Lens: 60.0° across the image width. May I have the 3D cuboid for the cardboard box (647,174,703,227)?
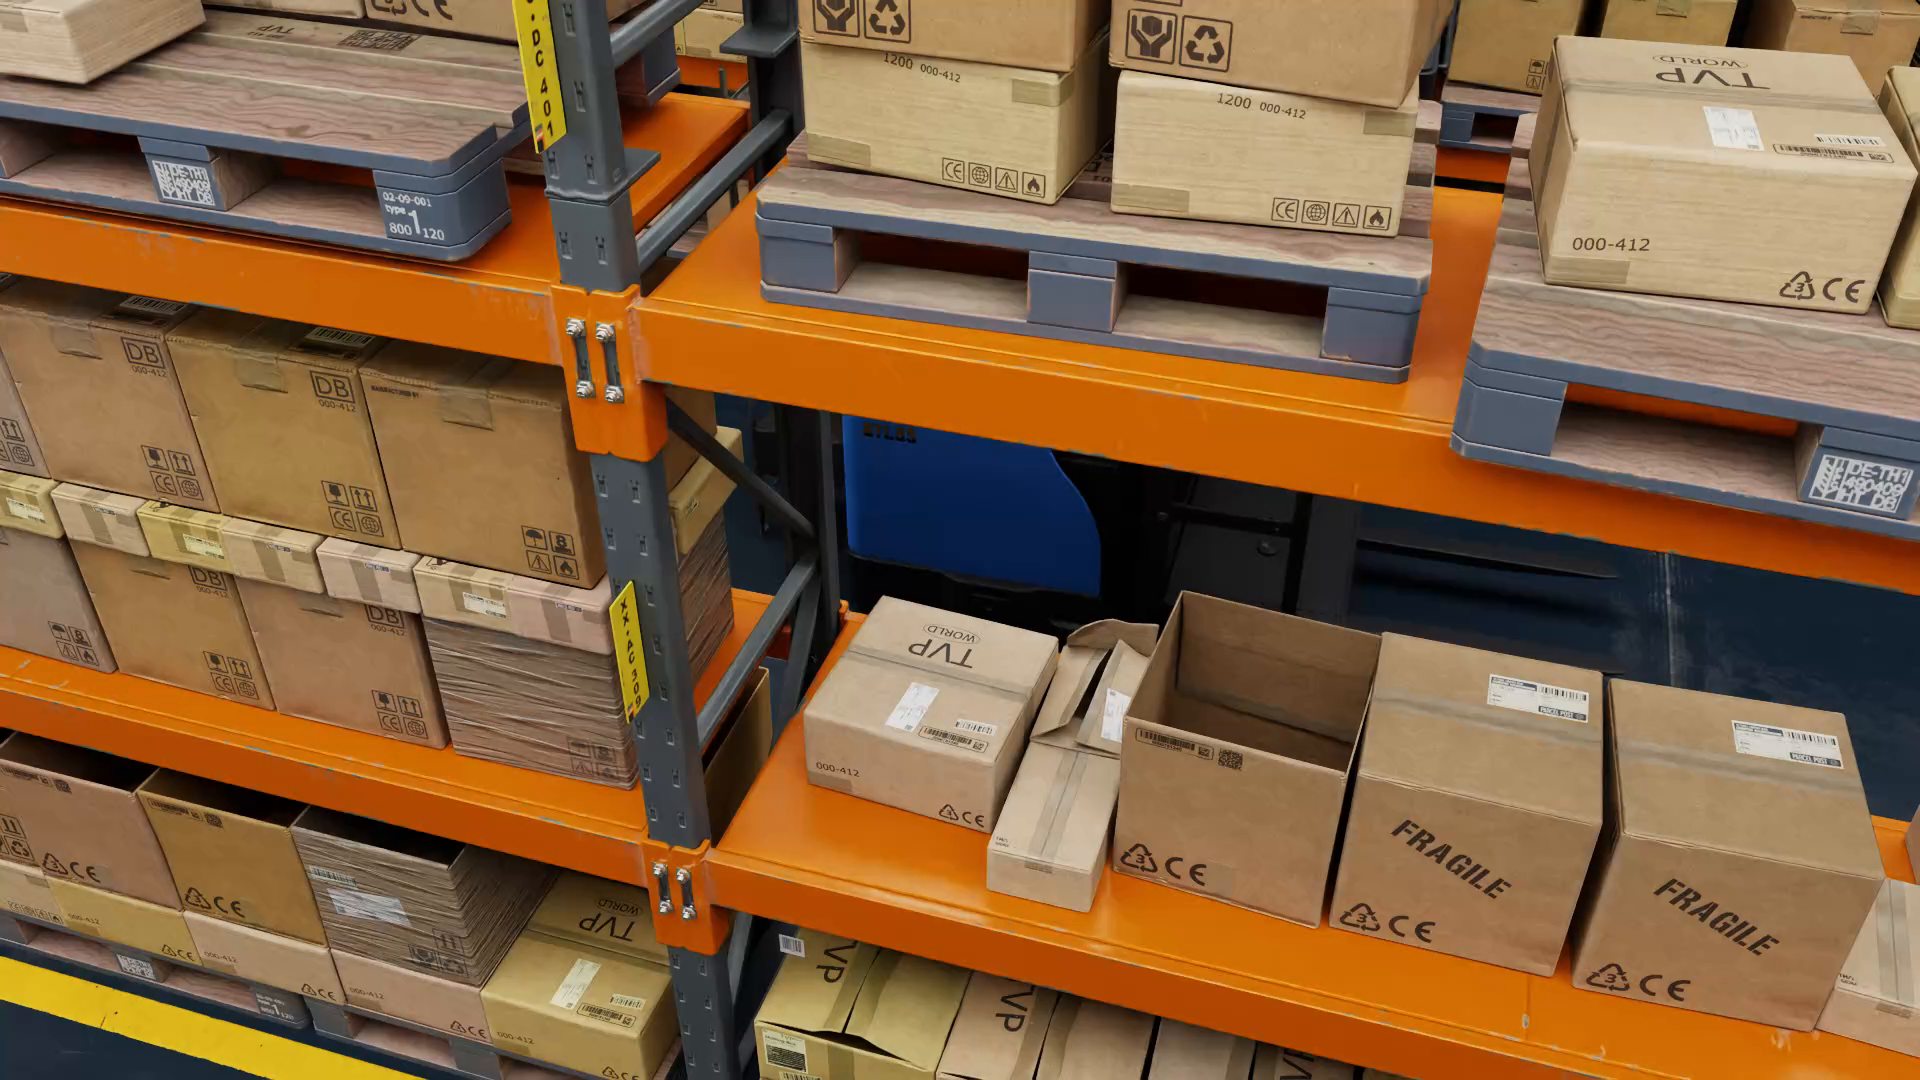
[{"bbox_3d":[-1.715,-2.020,9.361,0.500,0.311,0.500,14,38,18],"label":"cardboard box"}]

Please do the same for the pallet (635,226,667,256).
[{"bbox_3d":[-2.055,-1.899,9.652,1.213,0.211,1.003,10,38,14],"label":"pallet"}]

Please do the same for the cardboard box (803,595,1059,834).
[{"bbox_3d":[-0.065,0.434,4.256,0.500,0.250,0.500,13,38,17],"label":"cardboard box"}]

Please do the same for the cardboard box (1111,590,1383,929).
[{"bbox_3d":[0.683,0.509,3.943,0.500,0.500,0.500,13,38,17],"label":"cardboard box"}]

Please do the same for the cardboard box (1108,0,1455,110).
[{"bbox_3d":[0.579,-1.089,2.808,0.500,0.500,0.500,14,39,18],"label":"cardboard box"}]

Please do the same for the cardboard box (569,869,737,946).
[{"bbox_3d":[-0.900,0.996,5.332,0.500,0.250,0.500,10,38,14],"label":"cardboard box"}]

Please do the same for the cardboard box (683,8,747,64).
[{"bbox_3d":[-1.055,-2.613,8.380,0.500,0.250,0.500,11,38,14],"label":"cardboard box"}]

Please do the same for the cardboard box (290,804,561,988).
[{"bbox_3d":[-1.530,0.894,4.837,0.500,0.500,0.500,10,38,14],"label":"cardboard box"}]

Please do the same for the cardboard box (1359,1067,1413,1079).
[{"bbox_3d":[1.240,1.509,4.162,0.500,0.311,0.500,12,38,15],"label":"cardboard box"}]

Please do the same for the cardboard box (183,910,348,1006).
[{"bbox_3d":[-2.012,1.117,5.167,0.500,0.250,0.500,10,38,14],"label":"cardboard box"}]

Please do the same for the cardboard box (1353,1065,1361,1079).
[{"bbox_3d":[1.390,1.430,4.742,0.500,0.250,0.500,11,38,15],"label":"cardboard box"}]

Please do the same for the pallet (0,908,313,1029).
[{"bbox_3d":[-2.463,1.055,5.638,1.213,0.211,1.003,10,38,14],"label":"pallet"}]

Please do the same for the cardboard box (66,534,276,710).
[{"bbox_3d":[-1.957,0.016,4.614,0.500,0.500,0.700,11,38,15],"label":"cardboard box"}]

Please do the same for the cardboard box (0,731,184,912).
[{"bbox_3d":[-2.490,0.728,5.063,0.500,0.500,0.500,10,38,14],"label":"cardboard box"}]

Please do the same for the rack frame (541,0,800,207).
[{"bbox_3d":[-0.548,-2.105,2.518,0.127,3.000,1.000,10,38,14],"label":"rack frame"}]

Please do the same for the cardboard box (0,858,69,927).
[{"bbox_3d":[-2.965,0.938,5.410,0.500,0.250,0.500,10,38,14],"label":"cardboard box"}]

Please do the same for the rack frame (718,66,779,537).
[{"bbox_3d":[-0.816,-0.972,6.799,0.015,2.100,0.400,9,37,12],"label":"rack frame"}]

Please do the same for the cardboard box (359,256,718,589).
[{"bbox_3d":[-0.974,-0.326,3.984,0.500,0.500,0.700,11,38,14],"label":"cardboard box"}]

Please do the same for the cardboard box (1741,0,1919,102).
[{"bbox_3d":[3.750,-2.163,7.203,0.500,0.500,0.700,7,37,10],"label":"cardboard box"}]

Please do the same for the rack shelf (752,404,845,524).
[{"bbox_3d":[-0.581,-0.359,7.170,0.480,0.518,0.431,9,37,12],"label":"rack shelf"}]

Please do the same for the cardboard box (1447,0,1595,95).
[{"bbox_3d":[2.570,-2.399,7.523,0.500,0.500,0.700,16,39,20],"label":"cardboard box"}]

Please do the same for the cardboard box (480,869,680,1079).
[{"bbox_3d":[-1.056,1.291,4.931,0.500,0.250,0.500,10,38,14],"label":"cardboard box"}]

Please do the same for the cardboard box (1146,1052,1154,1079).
[{"bbox_3d":[0.251,1.552,4.576,0.500,0.250,0.500,11,38,15],"label":"cardboard box"}]

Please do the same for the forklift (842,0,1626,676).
[{"bbox_3d":[1.110,-0.933,6.045,3.031,2.935,1.130,9,37,12],"label":"forklift"}]

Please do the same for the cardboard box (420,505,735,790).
[{"bbox_3d":[-0.974,0.196,4.369,0.500,0.500,0.700,10,37,13],"label":"cardboard box"}]

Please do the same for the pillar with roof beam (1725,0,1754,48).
[{"bbox_3d":[2.477,-2.485,3.034,0.400,9.000,9.100,10,38,14],"label":"pillar with roof beam"}]

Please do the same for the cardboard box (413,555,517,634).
[{"bbox_3d":[-1.107,0.038,4.036,0.250,0.149,0.380,10,37,13],"label":"cardboard box"}]

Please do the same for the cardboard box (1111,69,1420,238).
[{"bbox_3d":[0.562,-0.796,3.042,0.500,0.250,0.500,7,37,9],"label":"cardboard box"}]

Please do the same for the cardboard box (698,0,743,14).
[{"bbox_3d":[-1.070,-2.922,8.167,0.500,0.500,0.500,12,38,15],"label":"cardboard box"}]

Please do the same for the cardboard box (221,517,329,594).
[{"bbox_3d":[-1.609,-0.053,4.159,0.250,0.149,0.380,10,38,14],"label":"cardboard box"}]

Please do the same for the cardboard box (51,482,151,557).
[{"bbox_3d":[-2.083,-0.142,4.281,0.250,0.149,0.380,12,38,15],"label":"cardboard box"}]

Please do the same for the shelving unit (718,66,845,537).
[{"bbox_3d":[-0.581,-0.934,6.747,0.503,2.100,0.431,9,37,12],"label":"shelving unit"}]

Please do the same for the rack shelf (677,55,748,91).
[{"bbox_3d":[-0.984,-2.556,8.799,4.000,0.370,1.077,10,38,14],"label":"rack shelf"}]

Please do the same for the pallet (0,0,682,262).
[{"bbox_3d":[-1.370,-0.997,3.619,1.213,0.211,1.003,10,38,14],"label":"pallet"}]

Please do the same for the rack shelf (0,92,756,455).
[{"bbox_3d":[-2.457,-0.961,4.101,4.000,0.370,1.077,10,38,14],"label":"rack shelf"}]

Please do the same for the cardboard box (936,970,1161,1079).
[{"bbox_3d":[0.248,1.329,4.406,0.500,0.311,0.500,10,38,13],"label":"cardboard box"}]

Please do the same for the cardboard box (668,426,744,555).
[{"bbox_3d":[-0.747,-0.147,4.288,0.250,0.149,0.380,10,38,14],"label":"cardboard box"}]

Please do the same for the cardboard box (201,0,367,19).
[{"bbox_3d":[-1.466,-1.420,3.721,0.500,0.311,0.500,9,37,11],"label":"cardboard box"}]

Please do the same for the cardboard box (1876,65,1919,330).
[{"bbox_3d":[1.772,-0.537,2.691,0.500,0.250,0.500,10,37,13],"label":"cardboard box"}]

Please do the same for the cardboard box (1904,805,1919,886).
[{"bbox_3d":[2.474,0.787,3.726,0.500,0.311,0.500,10,38,13],"label":"cardboard box"}]

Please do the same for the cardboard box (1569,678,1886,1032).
[{"bbox_3d":[1.663,0.691,3.697,0.500,0.500,0.500,9,37,11],"label":"cardboard box"}]

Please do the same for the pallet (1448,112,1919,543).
[{"bbox_3d":[1.527,-0.379,2.863,1.213,0.211,1.003,12,38,16],"label":"pallet"}]

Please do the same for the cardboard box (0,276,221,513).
[{"bbox_3d":[-1.934,-0.504,4.225,0.500,0.500,0.700,10,38,14],"label":"cardboard box"}]

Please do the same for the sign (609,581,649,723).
[{"bbox_3d":[-0.712,0.245,3.589,0.005,0.325,0.100,10,38,14],"label":"sign"}]

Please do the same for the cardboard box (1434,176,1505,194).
[{"bbox_3d":[2.552,-1.678,8.105,0.500,0.250,0.500,9,37,13],"label":"cardboard box"}]

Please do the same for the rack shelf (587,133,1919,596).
[{"bbox_3d":[1.361,-0.254,3.140,4.000,0.370,1.077,10,38,14],"label":"rack shelf"}]
